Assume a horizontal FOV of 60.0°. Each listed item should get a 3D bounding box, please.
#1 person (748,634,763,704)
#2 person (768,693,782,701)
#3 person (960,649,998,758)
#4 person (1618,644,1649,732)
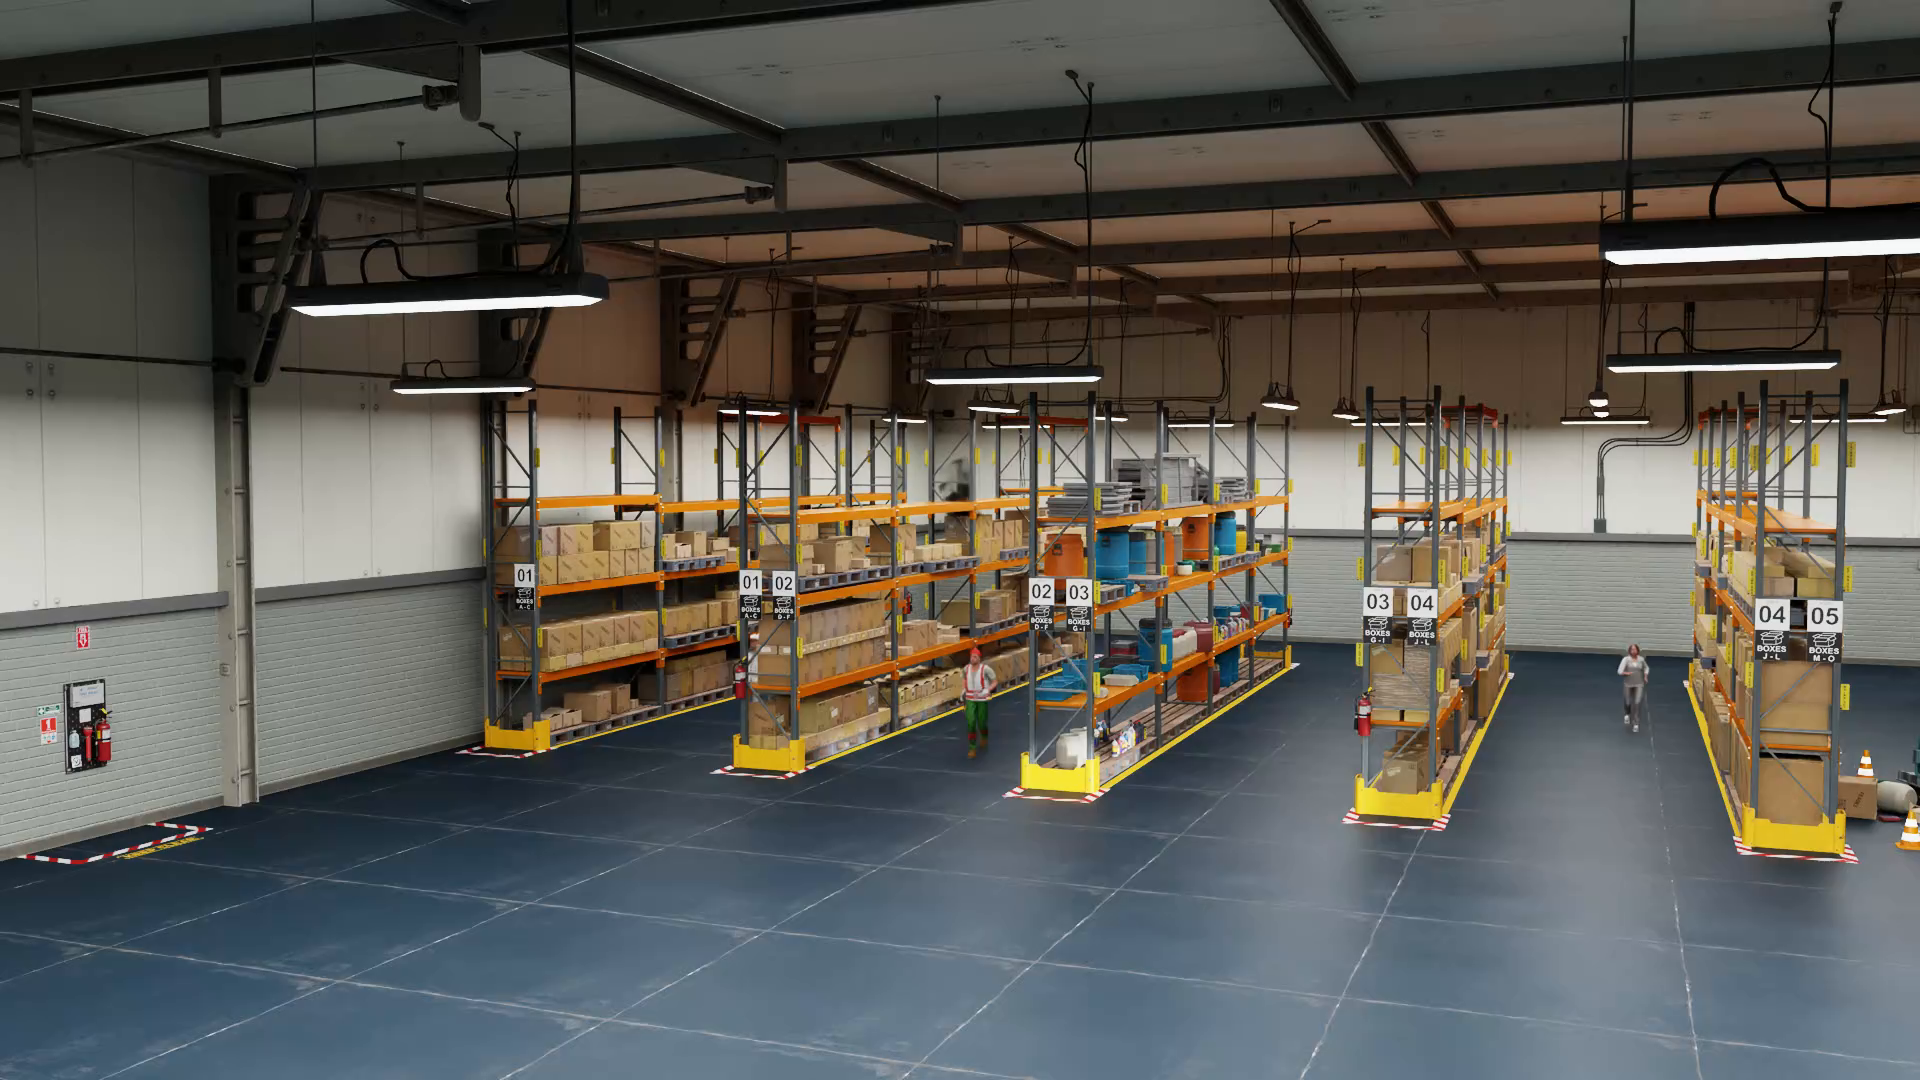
[{"bbox_3d":[-3.826,2.609,30.822,0.703,1.743,0.542,1,3,15],"label":"person"},{"bbox_3d":[-3.529,2.562,31.979,0.614,1.662,0.920,1,3,11],"label":"person"},{"bbox_3d":[0.326,2.720,28.039,0.652,1.804,0.867,1,3,16],"label":"person"},{"bbox_3d":[12.363,2.687,30.527,0.543,1.578,0.882,1,3,18],"label":"person"}]
